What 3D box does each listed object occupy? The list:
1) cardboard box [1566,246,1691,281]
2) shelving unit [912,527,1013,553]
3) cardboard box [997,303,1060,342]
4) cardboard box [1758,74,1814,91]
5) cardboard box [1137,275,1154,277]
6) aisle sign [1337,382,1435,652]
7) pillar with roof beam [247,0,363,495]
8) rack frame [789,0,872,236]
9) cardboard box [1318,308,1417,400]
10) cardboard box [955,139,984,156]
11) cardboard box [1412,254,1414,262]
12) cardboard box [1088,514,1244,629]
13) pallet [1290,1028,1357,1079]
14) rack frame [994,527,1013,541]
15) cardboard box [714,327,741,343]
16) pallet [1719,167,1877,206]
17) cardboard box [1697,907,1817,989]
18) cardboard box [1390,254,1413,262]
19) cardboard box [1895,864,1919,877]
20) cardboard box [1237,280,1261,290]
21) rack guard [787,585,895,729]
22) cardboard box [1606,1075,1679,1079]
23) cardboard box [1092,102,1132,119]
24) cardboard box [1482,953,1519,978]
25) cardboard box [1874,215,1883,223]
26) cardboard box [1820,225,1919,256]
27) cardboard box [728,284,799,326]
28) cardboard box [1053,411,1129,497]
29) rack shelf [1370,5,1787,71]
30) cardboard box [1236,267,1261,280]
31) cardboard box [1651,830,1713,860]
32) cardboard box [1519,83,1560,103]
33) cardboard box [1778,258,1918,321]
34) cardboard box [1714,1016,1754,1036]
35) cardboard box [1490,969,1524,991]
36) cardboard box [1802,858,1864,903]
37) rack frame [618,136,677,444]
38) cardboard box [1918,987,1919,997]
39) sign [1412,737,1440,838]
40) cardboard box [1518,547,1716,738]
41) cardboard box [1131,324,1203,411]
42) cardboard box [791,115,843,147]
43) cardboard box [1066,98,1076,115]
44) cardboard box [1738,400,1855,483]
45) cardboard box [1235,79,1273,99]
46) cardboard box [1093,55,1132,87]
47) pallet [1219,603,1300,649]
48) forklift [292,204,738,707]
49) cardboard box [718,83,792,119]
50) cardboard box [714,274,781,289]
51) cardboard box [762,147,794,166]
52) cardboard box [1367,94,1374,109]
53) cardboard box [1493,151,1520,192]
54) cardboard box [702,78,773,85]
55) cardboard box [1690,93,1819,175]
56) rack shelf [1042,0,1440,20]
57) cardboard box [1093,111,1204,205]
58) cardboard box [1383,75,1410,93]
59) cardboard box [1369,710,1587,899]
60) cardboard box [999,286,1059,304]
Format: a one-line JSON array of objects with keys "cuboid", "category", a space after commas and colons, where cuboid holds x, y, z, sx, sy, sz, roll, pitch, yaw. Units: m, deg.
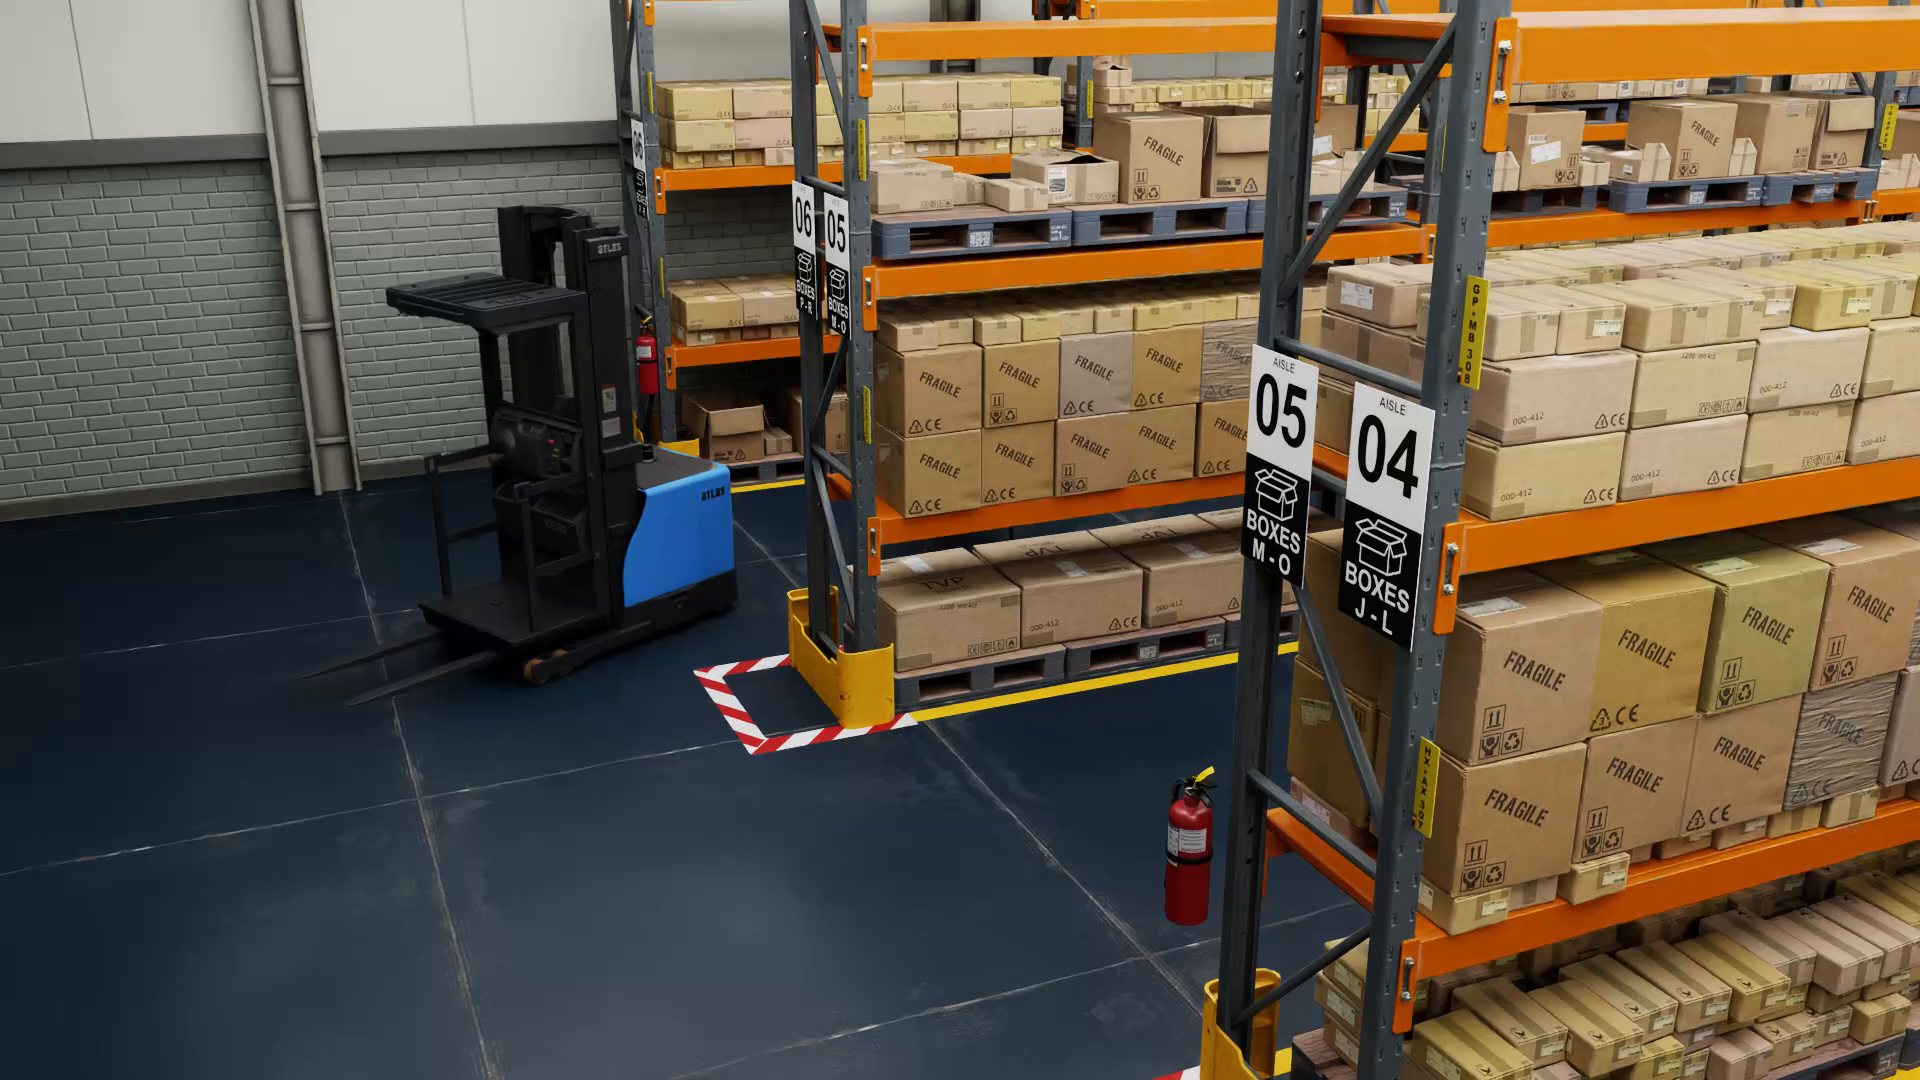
[{"cuboid": [2.445, -0.973, 6.124, 0.250, 0.149, 0.380, -9, 21, -23], "category": "cardboard box"}, {"cuboid": [0.006, -0.708, 13.275, 0.755, 1.500, 0.431, -8, 21, -22], "category": "shelving unit"}, {"cuboid": [0.413, -1.331, 10.152, 0.250, 0.149, 0.380, -9, 21, -24], "category": "cardboard box"}, {"cuboid": [9.156, -5.193, 18.589, 0.500, 0.311, 0.500, -8, 21, -21], "category": "cardboard box"}, {"cuboid": [1.482, -2.728, 15.971, 0.500, 0.500, 0.700, -8, 21, -21], "category": "cardboard box"}, {"cuboid": [1.352, -0.077, 5.310, 0.004, 0.787, 0.394, -8, 21, -22], "category": "aisle sign"}, {"cuboid": [-3.851, -3.398, 9.624, 0.400, 9.000, 9.100, -8, 21, -22], "category": "pillar with roof beam"}, {"cuboid": [-0.754, -3.278, 9.282, 0.127, 3.000, 1.000, -8, 21, -22], "category": "rack frame"}, {"cuboid": [1.622, -0.670, 5.865, 0.500, 0.250, 0.500, -9, 21, -24], "category": "cardboard box"}, {"cuboid": [0.033, -3.552, 14.954, 0.250, 0.149, 0.380, -8, 21, -22], "category": "cardboard box"}, {"cuboid": [5.127, -2.927, 17.544, 0.500, 0.250, 0.500, -8, 21, -22], "category": "cardboard box"}, {"cuboid": [1.478, 0.204, 11.652, 0.875, 0.438, 0.875, -9, 21, -24], "category": "cardboard box"}, {"cuboid": [2.130, 2.257, 6.793, 1.213, 0.211, 1.003, -8, 21, -22], "category": "pallet"}, {"cuboid": [0.342, -0.756, 13.412, 0.023, 1.500, 0.400, -8, 21, -22], "category": "rack frame"}, {"cuboid": [-2.098, -1.850, 14.638, 0.250, 0.149, 0.380, -8, 21, -21], "category": "cardboard box"}, {"cuboid": [6.022, -2.725, 12.514, 1.003, 0.211, 1.213, -7, 21, -19], "category": "pallet"}, {"cuboid": [3.309, 1.707, 6.921, 0.250, 0.149, 0.380, -8, 21, -22], "category": "cardboard box"}, {"cuboid": [4.934, -3.080, 17.979, 0.500, 0.250, 0.500, -9, 21, -23], "category": "cardboard box"}, {"cuboid": [4.316, 1.539, 7.847, 0.250, 0.149, 0.380, -8, 21, -22], "category": "cardboard box"}, {"cuboid": [2.019, -1.591, 10.892, 0.250, 0.149, 0.380, -8, 21, -22], "category": "cardboard box"}, {"cuboid": [-0.776, 0.734, 10.684, 0.348, 0.500, 1.175, -8, 21, -22], "category": "rack guard"}, {"cuboid": [2.619, 2.129, 6.619, 0.250, 0.149, 0.380, -8, 21, -21], "category": "cardboard box"}, {"cuboid": [1.381, -3.947, 15.295, 0.250, 0.149, 0.380, -8, 21, -21], "category": "cardboard box"}, {"cuboid": [2.126, 1.679, 7.002, 0.250, 0.149, 0.380, -9, 21, -23], "category": "cardboard box"}, {"cuboid": [10.670, -3.836, 19.748, 0.500, 0.500, 0.500, -9, 21, -23], "category": "cardboard box"}, {"cuboid": [3.652, -1.145, 6.614, 0.250, 0.149, 0.380, -9, 21, -24], "category": "cardboard box"}, {"cuboid": [-1.737, -2.075, 14.676, 0.500, 0.250, 0.500, -8, 21, -21], "category": "cardboard box"}, {"cuboid": [0.728, -0.607, 10.580, 0.500, 0.500, 0.500, -8, 21, -22], "category": "cardboard box"}, {"cuboid": [4.756, -3.539, 11.709, 4.000, 0.370, 1.077, -8, 21, -22], "category": "rack shelf"}, {"cuboid": [2.079, -1.752, 11.347, 0.250, 0.149, 0.380, -8, 21, -23], "category": "cardboard box"}, {"cuboid": [2.655, 1.055, 6.388, 0.250, 0.149, 0.380, -8, 21, -22], "category": "cardboard box"}, {"cuboid": [5.808, -4.839, 17.298, 0.500, 0.500, 0.700, -9, 21, -23], "category": "cardboard box"}, {"cuboid": [3.125, -0.888, 5.885, 0.250, 0.149, 0.380, -7, 21, -20], "category": "cardboard box"}, {"cuboid": [3.063, 1.873, 6.899, 0.250, 0.149, 0.380, -7, 21, -19], "category": "cardboard box"}, {"cuboid": [2.148, 1.829, 7.023, 0.250, 0.149, 0.380, -9, 21, -24], "category": "cardboard box"}, {"cuboid": [3.855, 1.478, 7.573, 0.250, 0.149, 0.380, -9, 21, -23], "category": "cardboard box"}, {"cuboid": [-2.723, -1.961, 14.576, 0.127, 3.000, 1.000, -8, 21, -22], "category": "rack frame"}, {"cuboid": [4.259, 1.887, 7.306, 0.250, 0.149, 0.380, -9, 21, -24], "category": "cardboard box"}, {"cuboid": [1.515, 0.805, 5.415, 0.005, 0.325, 0.100, -8, 21, -22], "category": "sign"}, {"cuboid": [2.278, 0.343, 5.929, 0.500, 0.500, 0.500, -8, 21, -20], "category": "cardboard box"}, {"cuboid": [1.199, -1.149, 10.614, 0.500, 0.500, 0.500, -8, 21, -22], "category": "cardboard box"}, {"cuboid": [-1.274, -3.557, 14.370, 0.500, 0.250, 0.500, -9, 21, -24], "category": "cardboard box"}, {"cuboid": [1.200, -4.090, 15.701, 0.250, 0.149, 0.380, -8, 21, -22], "category": "cardboard box"}, {"cuboid": [2.766, -0.417, 5.898, 0.500, 0.250, 0.500, -9, 21, -24], "category": "cardboard box"}, {"cuboid": [2.788, -4.295, 15.836, 0.250, 0.149, 0.380, -8, 21, -22], "category": "cardboard box"}, {"cuboid": [1.364, -4.298, 15.219, 0.258, 0.266, 0.396, -8, 21, -22], "category": "cardboard box"}, {"cuboid": [2.190, 0.417, 12.019, 1.213, 0.211, 1.003, -8, 21, -22], "category": "pallet"}, {"cuboid": [-2.954, -0.627, 10.891, 1.130, 2.935, 3.031, 16, 25, 38], "category": "forklift"}, {"cuboid": [-1.742, -3.724, 14.092, 0.500, 0.250, 0.500, -8, 21, -22], "category": "cardboard box"}, {"cuboid": [-1.932, -2.240, 15.145, 0.500, 0.250, 0.500, -8, 21, -22], "category": "cardboard box"}, {"cuboid": [-1.596, -3.301, 14.243, 0.250, 0.149, 0.380, -8, 21, -21], "category": "cardboard box"}, {"cuboid": [3.895, -4.371, 16.528, 0.250, 0.149, 0.380, -8, 21, -21], "category": "cardboard box"}, {"cuboid": [3.517, -2.483, 11.111, 0.258, 0.266, 0.396, -8, 21, -22], "category": "cardboard box"}, {"cuboid": [-1.948, -3.893, 14.572, 0.500, 0.250, 0.500, -9, 21, -24], "category": "cardboard box"}, {"cuboid": [5.758, -2.972, 12.148, 0.500, 0.500, 0.700, -9, 21, -25], "category": "cardboard box"}, {"cuboid": [2.786, -5.052, 16.007, 4.000, 0.370, 1.077, -8, 21, -22], "category": "rack shelf"}, {"cuboid": [1.157, -2.375, 10.300, 0.500, 0.500, 0.500, -8, 21, -21], "category": "cardboard box"}, {"cuboid": [4.424, -4.551, 16.591, 0.250, 0.149, 0.380, -7, 21, -20], "category": "cardboard box"}, {"cuboid": [1.821, 0.886, 5.891, 0.500, 0.500, 0.500, -7, 21, -19], "category": "cardboard box"}, {"cuboid": [0.439, -1.515, 10.675, 0.250, 0.149, 0.380, -8, 21, -22], "category": "cardboard box"}]
